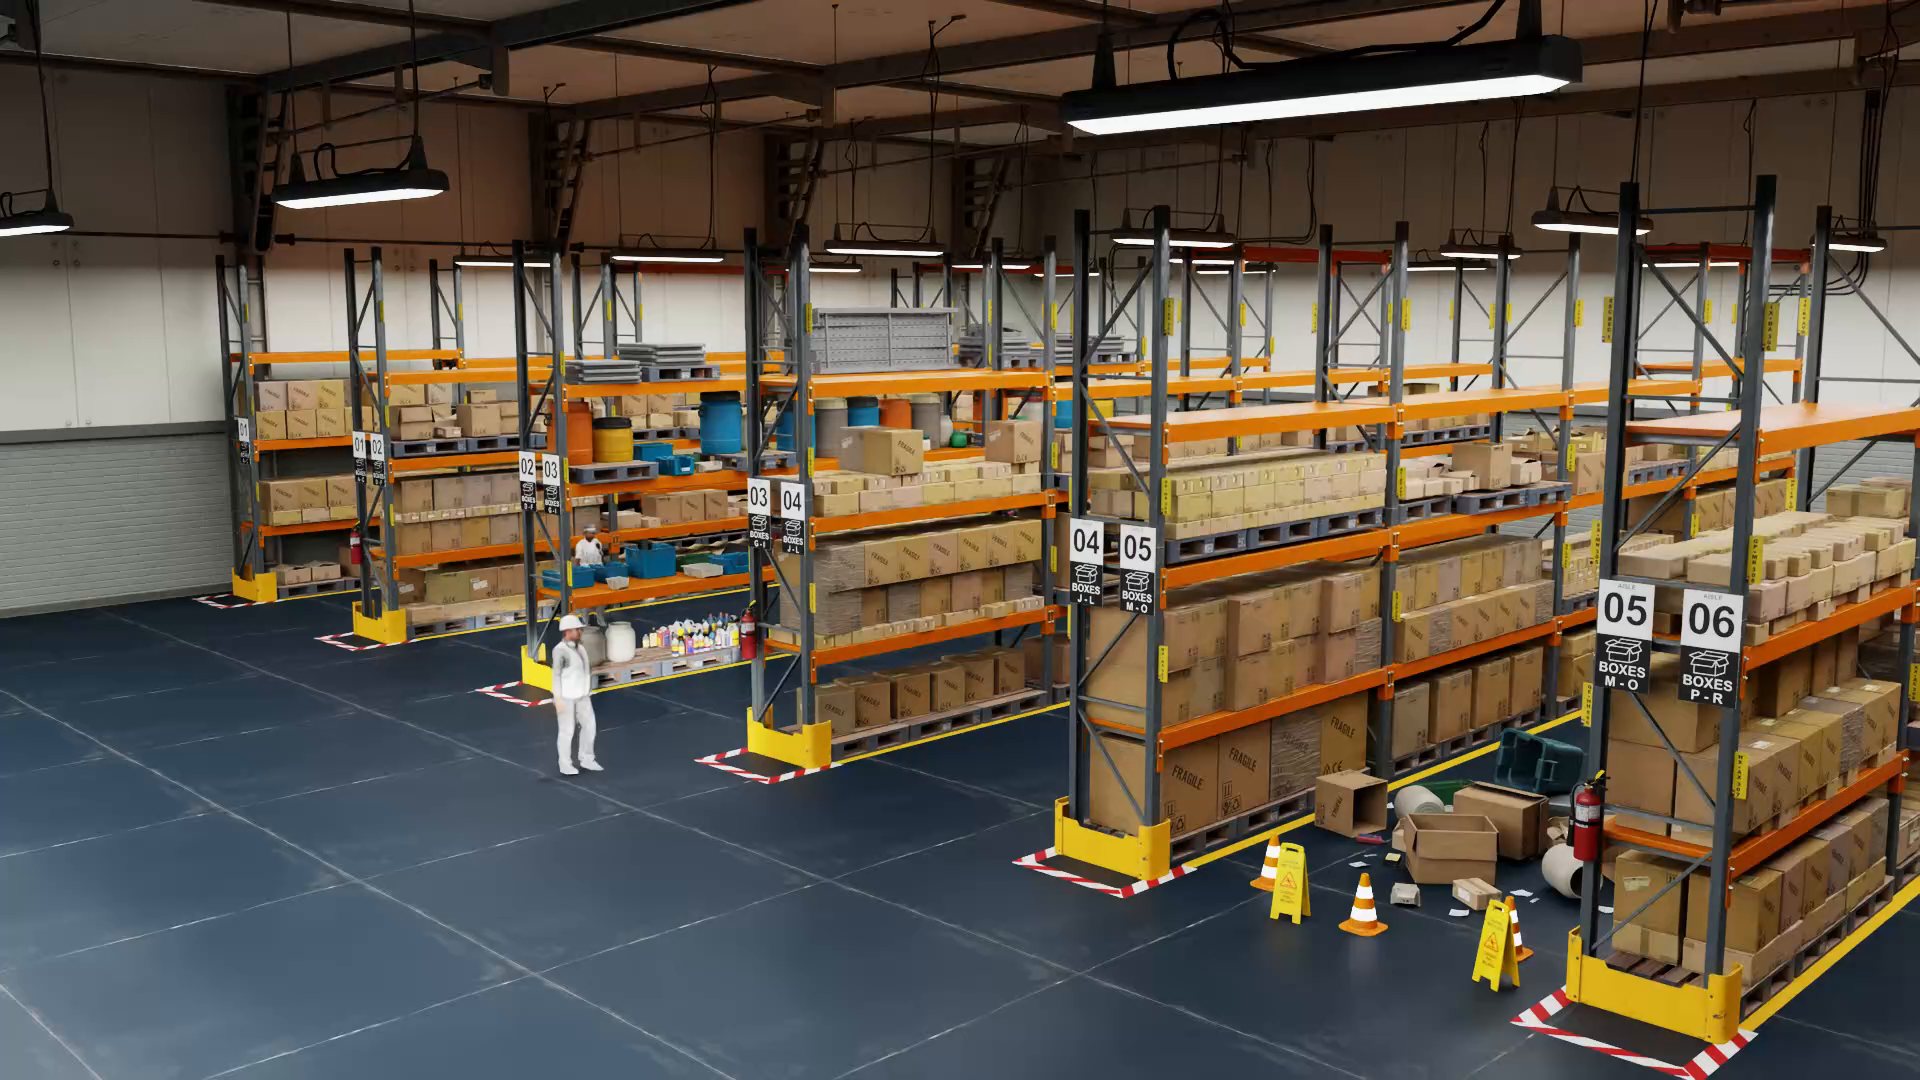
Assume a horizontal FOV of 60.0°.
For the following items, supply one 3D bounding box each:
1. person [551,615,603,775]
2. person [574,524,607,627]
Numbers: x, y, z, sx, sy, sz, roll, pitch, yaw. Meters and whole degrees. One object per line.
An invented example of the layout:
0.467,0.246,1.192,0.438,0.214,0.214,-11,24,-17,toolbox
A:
-4.280,1.730,18.332,0.422,1.807,0.619,3,9,23,person
-5.937,0.602,26.712,0.548,1.760,0.351,-5,9,-30,person
